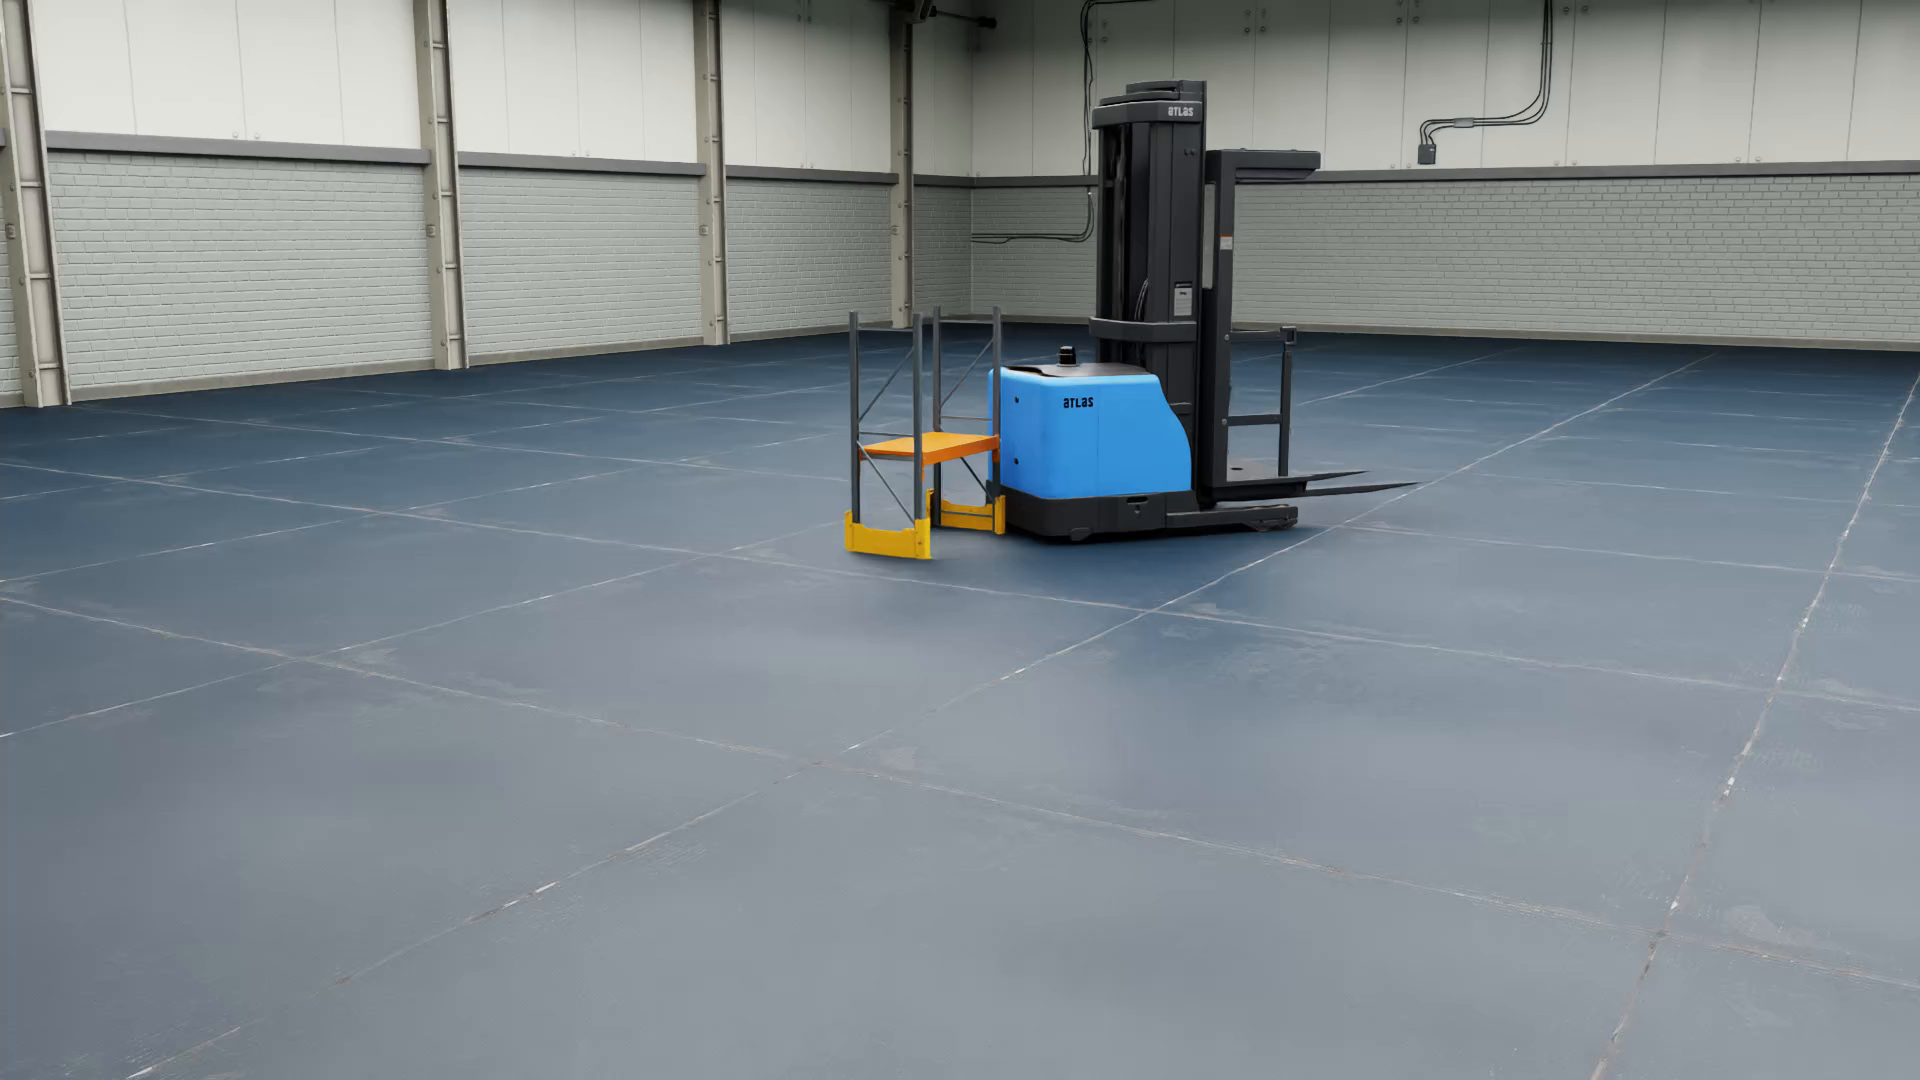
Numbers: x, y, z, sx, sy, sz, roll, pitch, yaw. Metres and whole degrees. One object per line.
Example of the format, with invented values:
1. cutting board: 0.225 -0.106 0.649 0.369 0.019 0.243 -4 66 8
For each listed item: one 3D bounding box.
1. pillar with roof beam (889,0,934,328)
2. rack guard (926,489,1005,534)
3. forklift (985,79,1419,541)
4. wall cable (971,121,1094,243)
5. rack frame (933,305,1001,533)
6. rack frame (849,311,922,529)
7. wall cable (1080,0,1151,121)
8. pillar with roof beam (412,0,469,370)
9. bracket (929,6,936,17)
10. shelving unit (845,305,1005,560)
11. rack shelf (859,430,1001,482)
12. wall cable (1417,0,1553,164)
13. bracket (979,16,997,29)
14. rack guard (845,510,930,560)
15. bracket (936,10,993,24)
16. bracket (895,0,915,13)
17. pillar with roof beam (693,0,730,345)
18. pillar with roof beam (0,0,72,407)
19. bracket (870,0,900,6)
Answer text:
1. pillar with roof beam: 2.504 -8.398 31.273 9.100 9.000 0.548 6 12 31
2. rack guard: 0.034 -0.192 11.217 0.587 0.250 0.087 6 12 29
3. forklift: 1.743 -1.582 11.356 3.031 2.935 1.130 -4 11 -22
4. wall cable: 1.485 -7.620 35.555 3.097 2.526 0.112 6 12 31
5. rack frame: 0.044 -0.810 11.118 0.500 1.500 0.032 6 12 29
6. rack frame: -0.456 -0.647 10.248 0.500 1.500 0.032 6 12 29
7. wall cable: 3.797 -9.844 33.710 3.097 2.526 0.112 6 12 31
8. pillar with roof beam: -3.726 -6.511 21.192 9.100 9.000 0.400 6 12 31
9. bracket: -0.656 -10.610 33.306 0.235 0.232 0.430 6 12 31
10. shelving unit: -0.211 -0.727 10.676 0.587 1.500 1.083 6 12 29
11. rack shelf: -0.206 -0.552 10.716 0.538 0.185 1.000 6 12 29
12. wall cable: 9.590 -9.909 30.099 2.305 6.003 0.169 6 12 31
13. bracket: 0.574 -10.983 35.297 0.235 0.232 0.430 6 12 31
14. rack guard: -0.456 -0.033 10.364 0.587 0.250 0.087 6 12 29
15. bracket: 0.268 -10.890 34.801 0.076 0.066 3.189 6 12 31
16. bracket: -1.087 -10.479 32.609 0.235 0.232 0.430 6 12 31
17. pillar with roof beam: -0.611 -7.454 26.232 9.100 9.000 0.400 6 12 31
18. pillar with roof beam: -6.841 -5.567 16.152 9.100 9.000 0.400 6 12 31
19. bracket: -2.425 -10.074 30.444 0.076 0.066 4.783 6 12 31
